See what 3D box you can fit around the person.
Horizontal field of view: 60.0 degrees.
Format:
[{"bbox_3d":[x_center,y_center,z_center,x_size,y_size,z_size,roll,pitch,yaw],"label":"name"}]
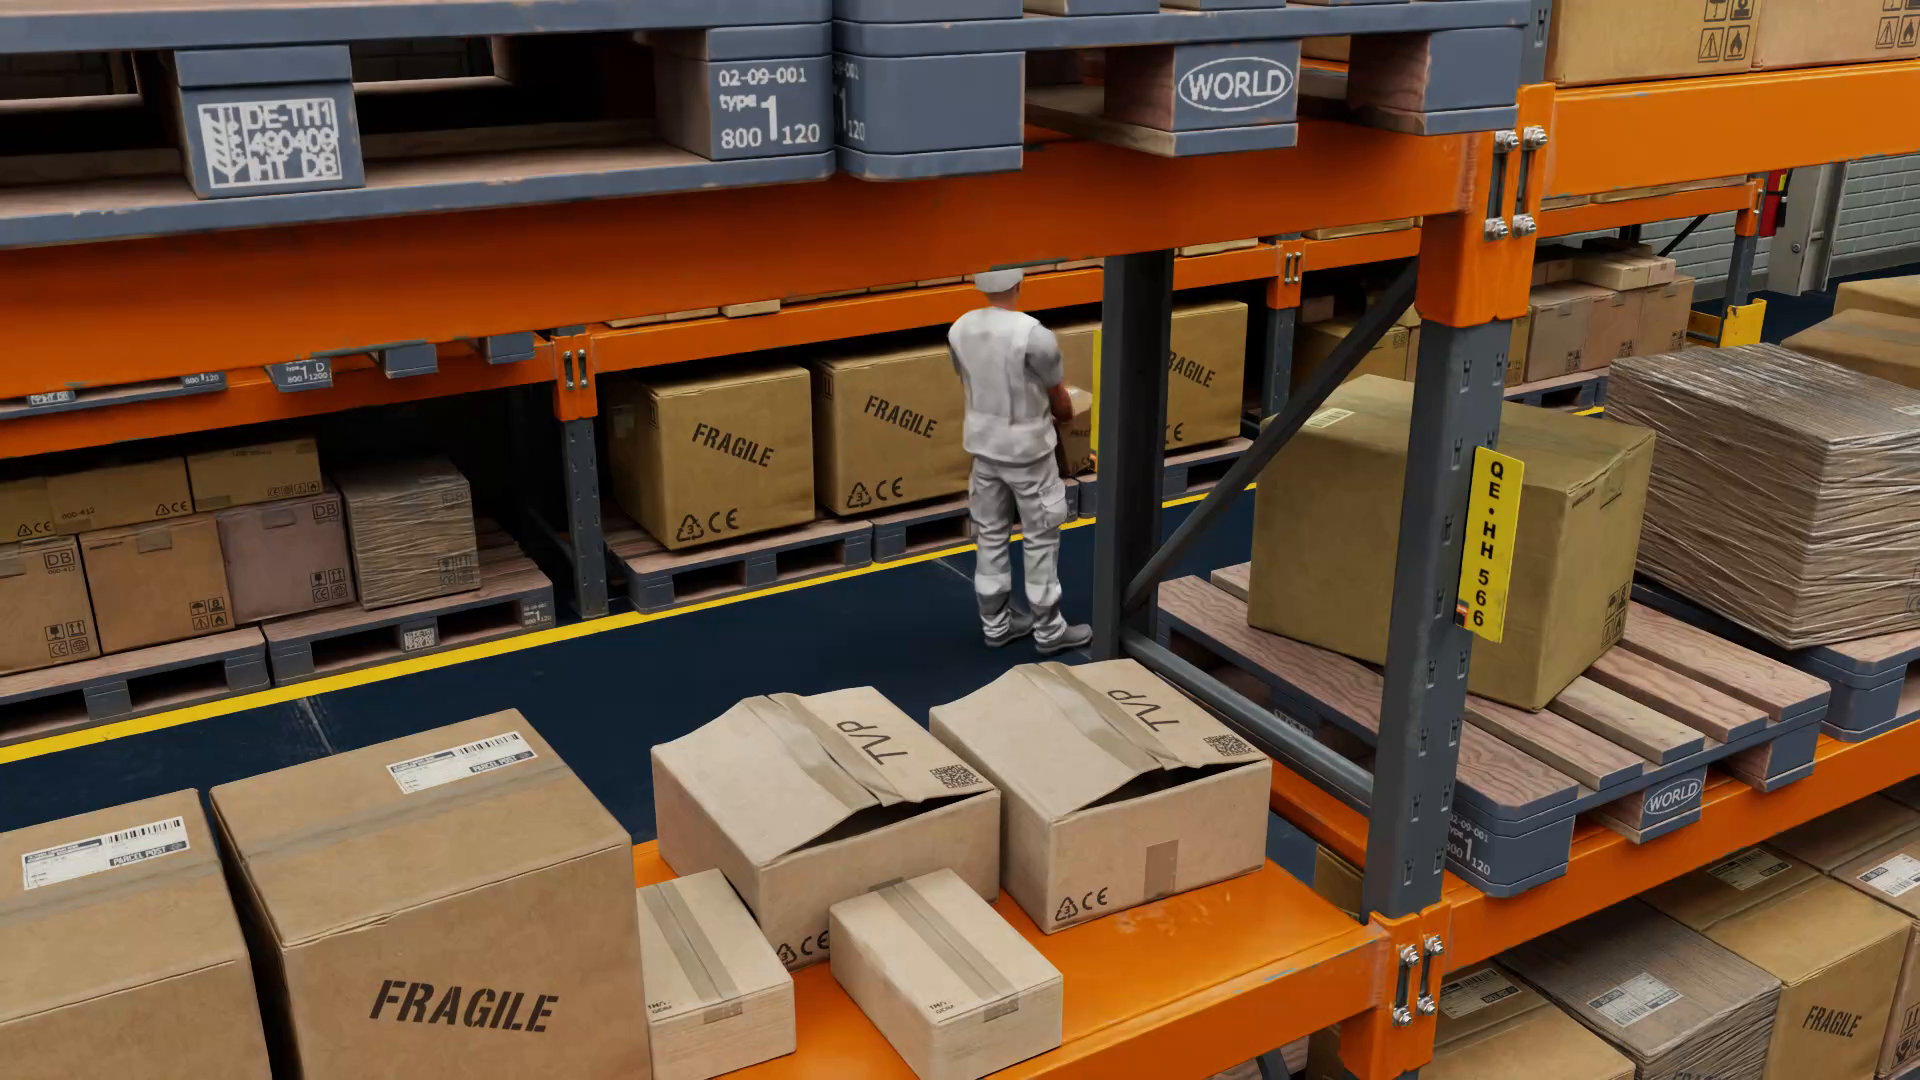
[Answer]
[{"bbox_3d":[0.259,-0.385,7.020,0.558,1.794,0.528,13,25,30],"label":"person"}]
